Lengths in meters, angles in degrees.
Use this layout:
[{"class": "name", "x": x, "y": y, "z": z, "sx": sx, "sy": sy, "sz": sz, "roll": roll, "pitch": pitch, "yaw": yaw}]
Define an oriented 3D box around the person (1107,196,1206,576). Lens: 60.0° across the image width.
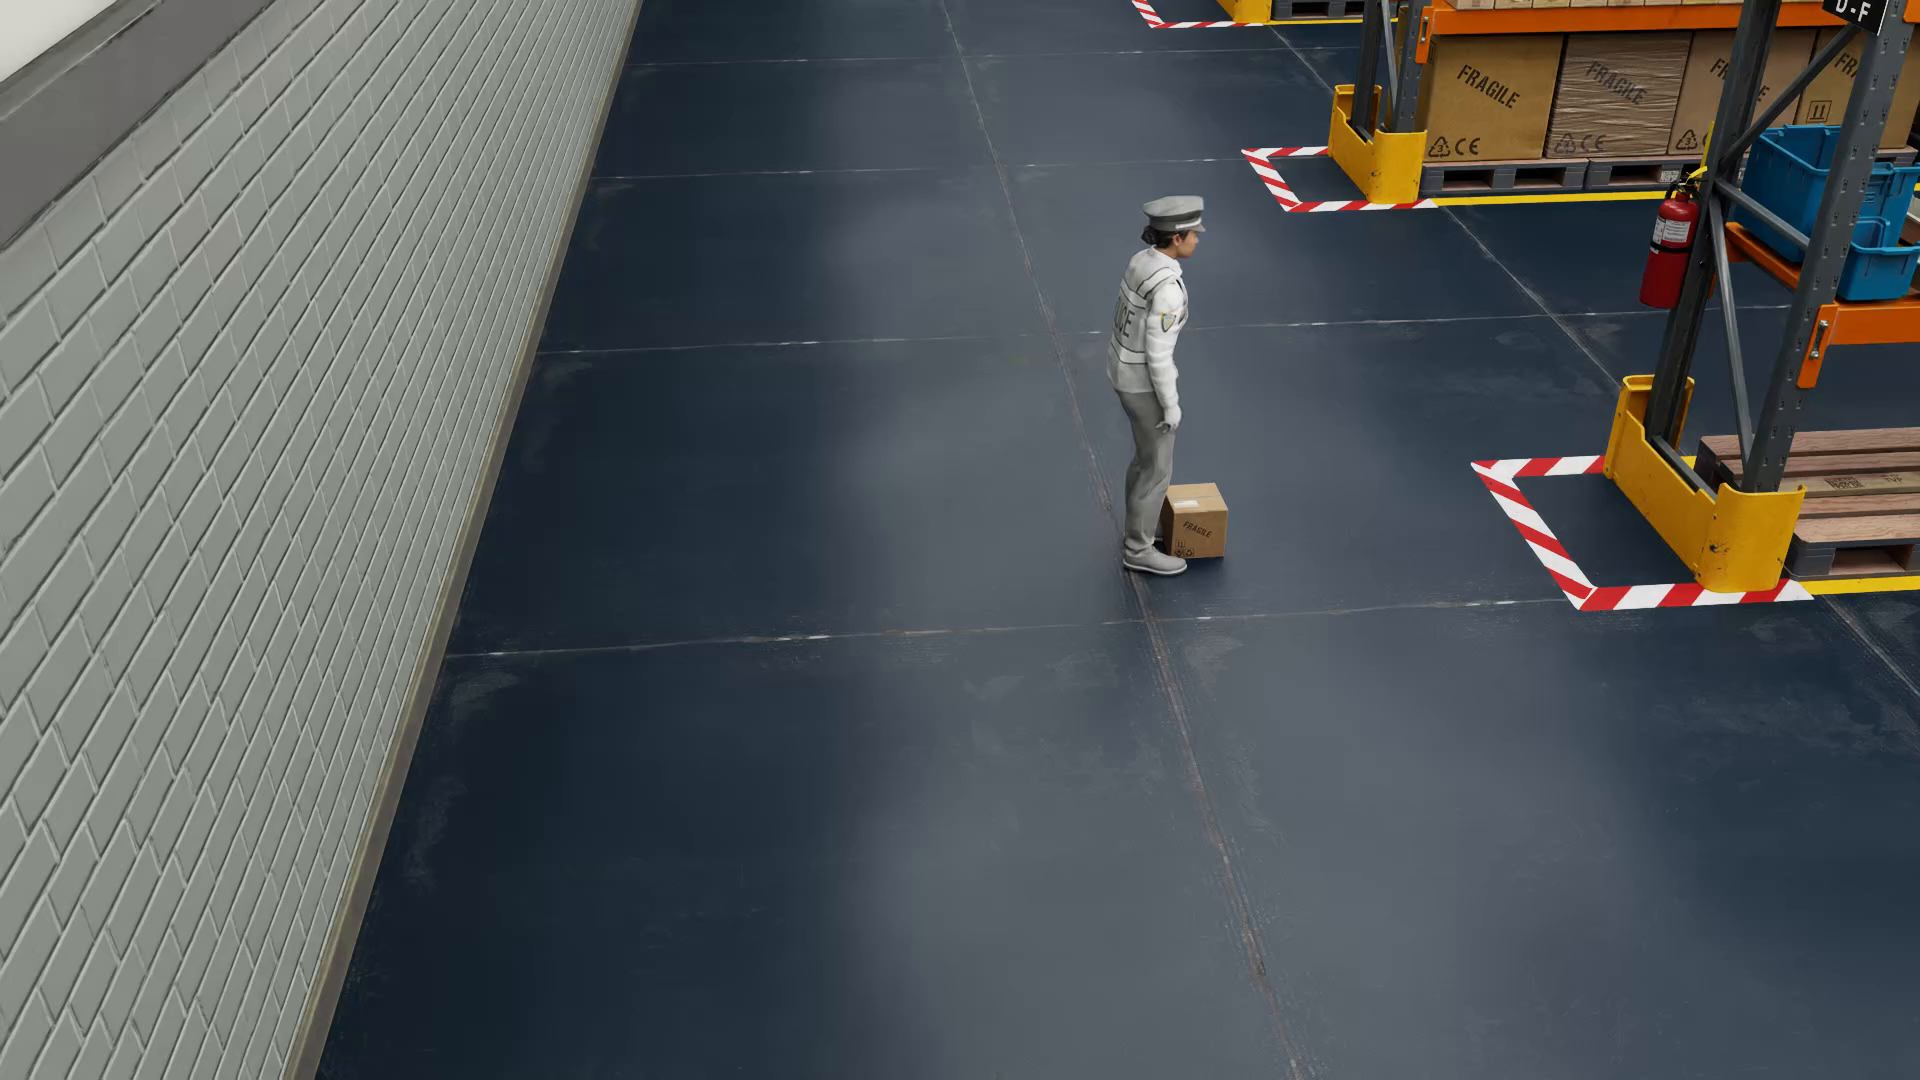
[{"class": "person", "x": 0.849, "y": -0.678, "z": 7.246, "sx": 0.405, "sy": 1.663, "sz": 0.539, "roll": -3, "pitch": 31, "yaw": -6}]
